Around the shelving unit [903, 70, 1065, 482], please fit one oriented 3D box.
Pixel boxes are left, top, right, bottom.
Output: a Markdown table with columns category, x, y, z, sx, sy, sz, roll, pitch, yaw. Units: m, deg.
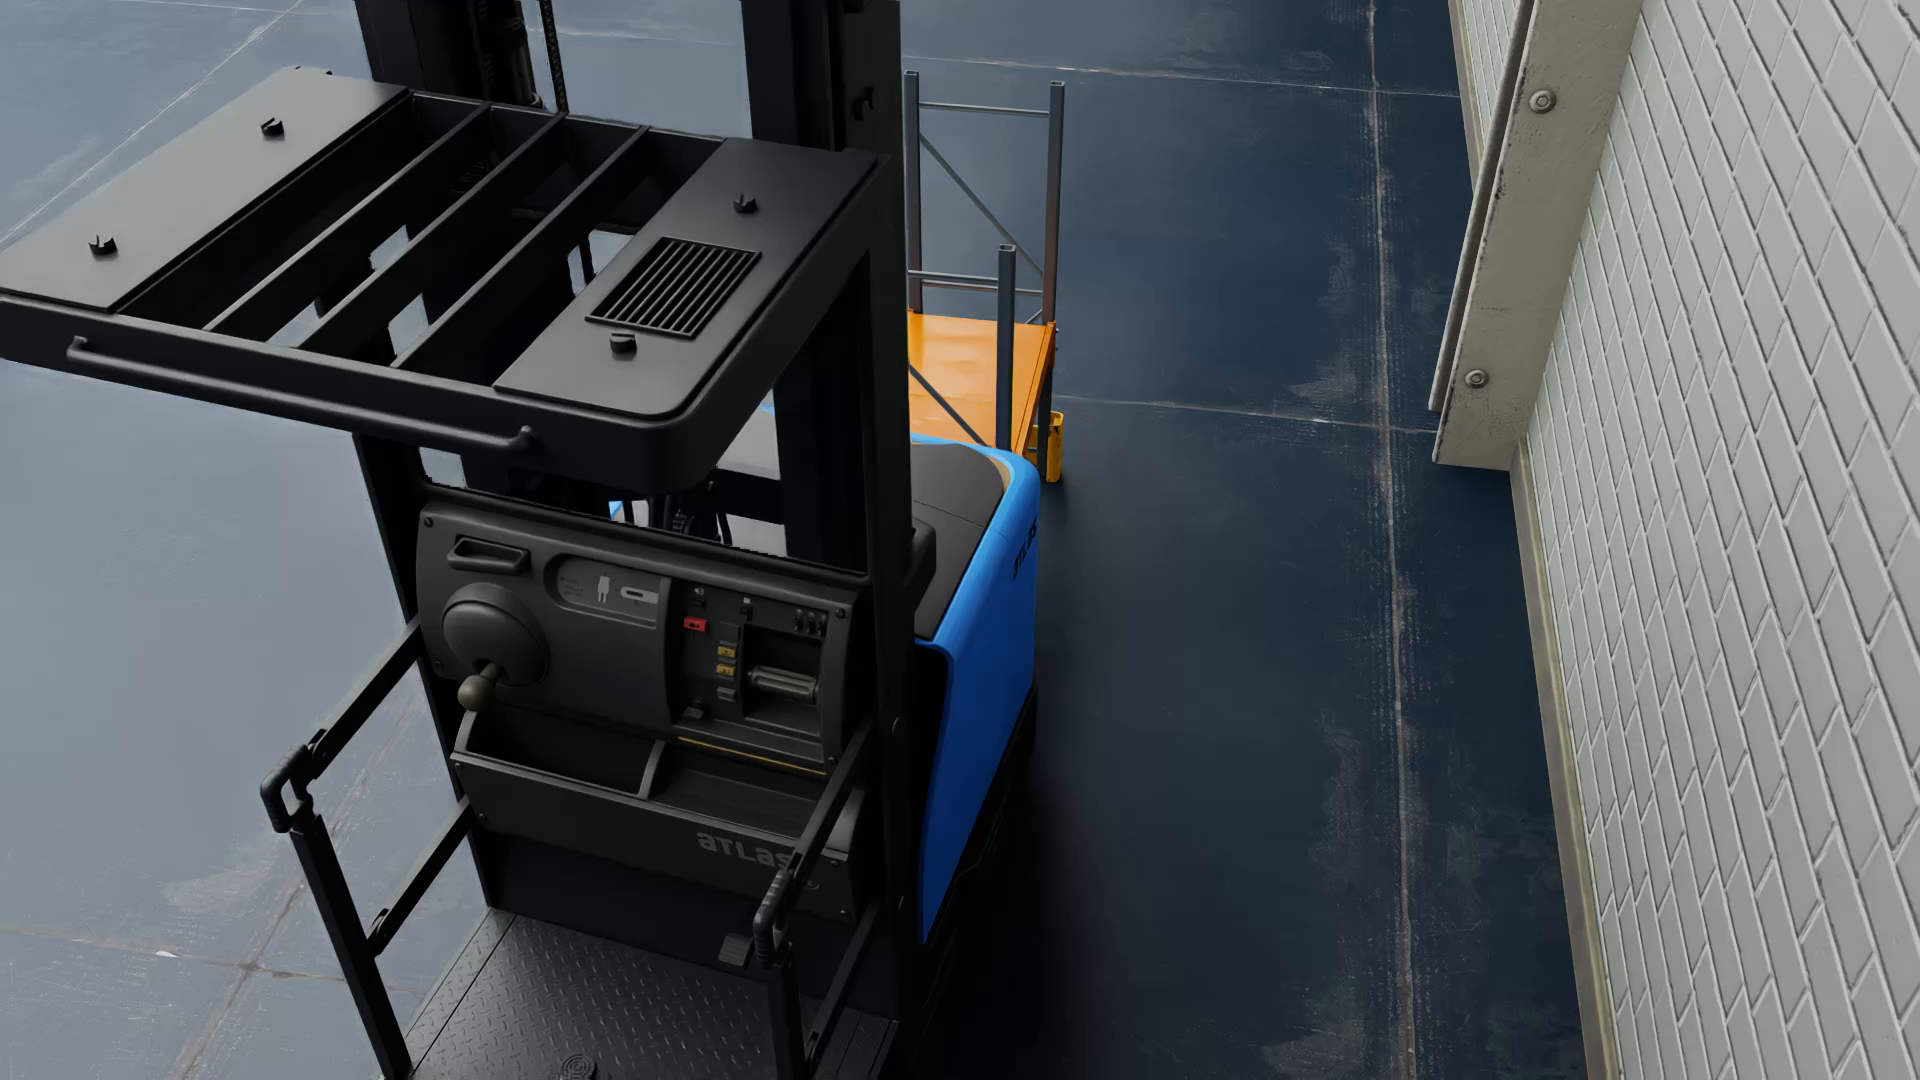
| category | x | y | z | sx | sy | sz | roll | pitch | yaw |
| --- | --- | --- | --- | --- | --- | --- | --- | --- | --- |
| shelving unit | -0.013 | -0.530 | 5.214 | 0.587 | 1.500 | 1.083 | 6 | 40 | 8 |

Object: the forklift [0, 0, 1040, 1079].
| category | x | y | z | sx | sy | sz | roll | pitch | yaw |
| --- | --- | --- | --- | --- | --- | --- | --- | --- | --- |
| forklift | -0.715 | 0.276 | 3.116 | 1.130 | 2.935 | 3.031 | 12 | 41 | 14 |

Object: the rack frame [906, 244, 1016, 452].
| category | x | y | z | sx | sy | sz | roll | pitch | yaw |
| --- | --- | --- | --- | --- | --- | --- | --- | --- | --- |
| rack frame | -0.103 | -0.205 | 4.821 | 0.500 | 1.500 | 0.032 | 6 | 40 | 8 |

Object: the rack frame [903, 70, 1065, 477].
| category | x | y | z | sx | sy | sz | roll | pitch | yaw |
| --- | --- | --- | --- | --- | --- | --- | --- | --- | --- |
| rack frame | 0.073 | -0.844 | 5.593 | 0.500 | 1.500 | 0.032 | 6 | 40 | 8 |

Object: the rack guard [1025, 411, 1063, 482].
| category | x | y | z | sx | sy | sz | roll | pitch | yaw |
| --- | --- | --- | --- | --- | --- | --- | --- | --- | --- |
| rack guard | 0.073 | -0.361 | 5.991 | 0.587 | 0.250 | 0.087 | 6 | 40 | 8 |

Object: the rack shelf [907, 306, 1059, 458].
| category | x | y | z | sx | sy | sz | roll | pitch | yaw |
| --- | --- | --- | --- | --- | --- | --- | --- | --- | --- |
| rack shelf | -0.015 | -0.386 | 5.322 | 0.538 | 0.185 | 1.000 | 6 | 40 | 8 |

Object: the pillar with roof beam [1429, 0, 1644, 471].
| category | x | y | z | sx | sy | sz | roll | pitch | yaw |
| --- | --- | --- | --- | --- | --- | --- | --- | --- | --- |
| pillar with roof beam | -2.321 | -4.332 | 3.928 | 9.100 | 9.000 | 0.400 | 6 | 40 | 8 |
